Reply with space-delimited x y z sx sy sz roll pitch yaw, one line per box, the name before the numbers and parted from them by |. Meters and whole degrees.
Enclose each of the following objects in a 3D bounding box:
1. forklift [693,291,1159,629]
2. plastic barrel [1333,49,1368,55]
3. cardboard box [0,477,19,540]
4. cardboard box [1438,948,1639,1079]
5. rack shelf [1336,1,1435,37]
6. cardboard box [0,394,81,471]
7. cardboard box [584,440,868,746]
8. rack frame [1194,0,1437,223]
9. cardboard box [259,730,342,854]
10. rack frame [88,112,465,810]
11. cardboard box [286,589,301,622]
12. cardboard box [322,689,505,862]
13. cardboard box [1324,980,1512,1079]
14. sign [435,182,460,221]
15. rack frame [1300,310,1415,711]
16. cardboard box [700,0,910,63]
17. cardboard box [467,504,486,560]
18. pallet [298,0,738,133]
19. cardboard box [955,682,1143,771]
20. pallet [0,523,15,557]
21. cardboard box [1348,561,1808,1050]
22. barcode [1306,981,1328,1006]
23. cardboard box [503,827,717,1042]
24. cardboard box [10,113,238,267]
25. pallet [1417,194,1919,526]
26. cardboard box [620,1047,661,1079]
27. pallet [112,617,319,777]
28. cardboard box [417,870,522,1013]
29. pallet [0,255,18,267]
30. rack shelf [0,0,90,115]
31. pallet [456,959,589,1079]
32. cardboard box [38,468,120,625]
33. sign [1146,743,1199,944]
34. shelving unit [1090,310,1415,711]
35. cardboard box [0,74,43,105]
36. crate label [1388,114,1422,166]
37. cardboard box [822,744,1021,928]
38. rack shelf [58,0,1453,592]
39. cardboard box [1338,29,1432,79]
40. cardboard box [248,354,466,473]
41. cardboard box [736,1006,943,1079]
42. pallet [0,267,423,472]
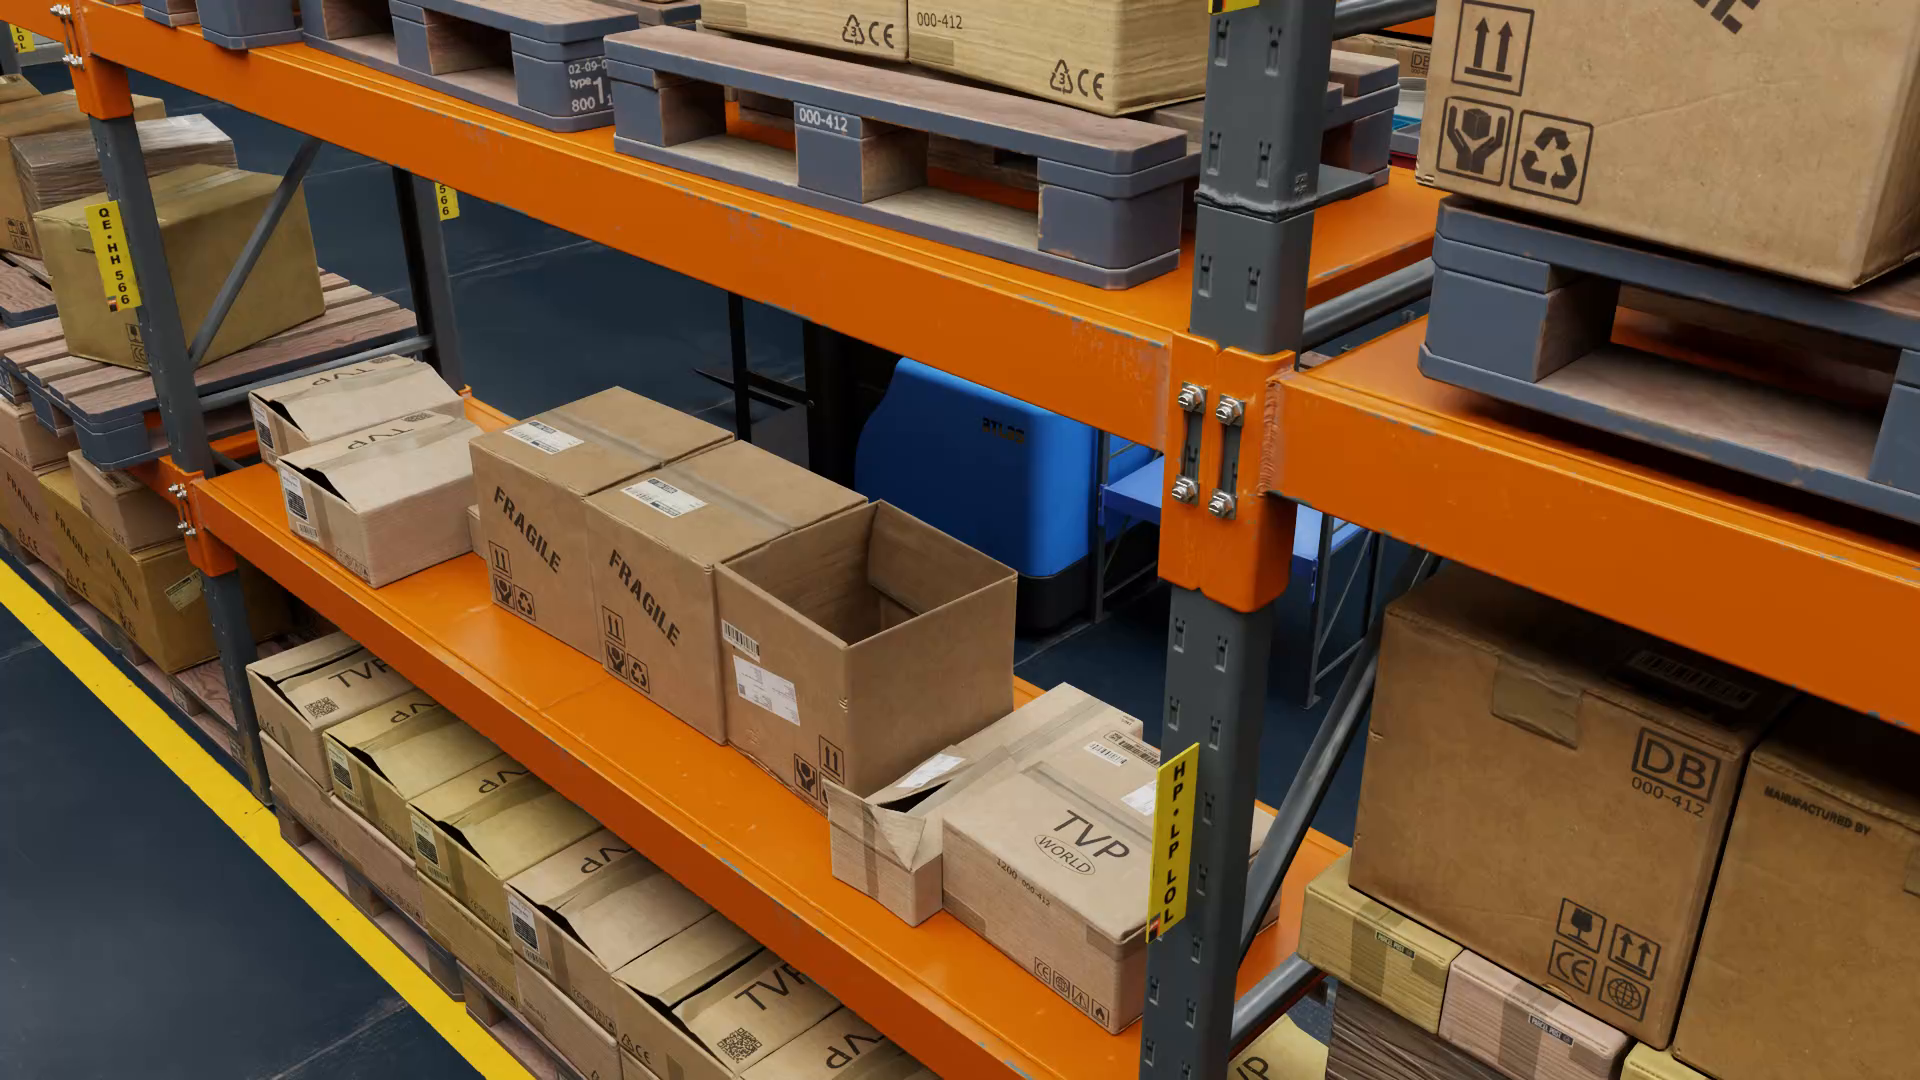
forklift | -0.479 -1.486 7.426 3.031 2.935 1.130 21 35 35
plastic barrel | 1.861 -2.206 8.575 0.708 0.536 0.600 25 36 38
cardboard box | -4.097 -0.372 7.449 0.500 0.500 0.500 -25 37 -39
cardboard box | 0.929 0.654 2.479 0.380 0.149 0.250 -25 36 -38
rack shelf | 3.364 -4.174 13.238 4.000 0.370 1.077 25 36 38
cardboard box | -3.765 -0.551 6.981 0.500 0.250 0.500 24 36 37
cardboard box | -0.575 0.116 4.199 0.500 0.500 0.500 25 36 38
rack frame | 0.694 -1.904 1.701 0.127 3.000 1.000 25 36 38
cardboard box | -1.991 0.746 5.612 0.500 0.250 0.500 24 36 38
rack frame | -2.158 -0.554 5.580 0.127 3.000 1.000 25 36 38
cardboard box | -2.660 -0.054 6.843 0.500 0.500 0.500 23 35 37
cardboard box | -1.610 0.666 5.160 0.500 0.311 0.500 24 36 37
cardboard box | 1.015 0.850 2.803 0.500 0.500 0.700 23 36 37
sign | -1.771 -1.251 5.663 0.005 0.325 0.100 25 36 38
rack frame | 1.502 -0.091 6.311 0.032 1.500 0.500 22 35 35
cardboard box | -0.132 -1.078 3.064 0.500 0.250 0.500 21 34 34
cardboard box | -1.209 -0.045 4.882 0.380 0.149 0.250 -22 35 -36
pallet | -0.812 -1.242 3.869 1.003 0.211 1.213 -23 36 -37
cardboard box | 0.206 0.506 3.835 0.250 0.149 0.380 25 36 38
pallet | -4.404 -0.372 8.230 1.213 0.211 1.003 25 36 38
cardboard box | 1.015 0.276 2.501 0.500 0.500 0.700 25 37 39
barcode | 0.804 1.017 3.775 0.075 0.075 0.001 25 36 38
cardboard box | -0.881 1.001 4.524 0.500 0.311 0.500 24 36 38
cardboard box | -3.205 -1.314 6.466 0.700 0.500 0.500 -18 33 -30
pallet | 1.320 -0.267 1.907 1.213 0.211 1.003 25 36 38
cardboard box | -0.529 1.411 4.346 0.500 0.250 0.500 -24 36 -38
pallet | -2.664 0.425 6.716 1.213 0.211 1.003 25 36 38
cardboard box | -1.257 1.077 4.981 0.500 0.250 0.500 23 36 37
pallet | -4.517 -1.477 7.542 1.213 0.211 1.003 25 36 38
rack shelf | -3.584 -2.215 6.290 4.000 0.370 1.077 25 36 38
pallet | -0.733 1.360 4.936 1.213 0.211 1.003 25 36 38
cardboard box | -3.358 -0.038 6.813 0.500 0.500 0.500 23 35 37
sign | 0.321 0.457 2.498 0.005 0.325 0.100 25 36 38
shelving unit | 1.114 -0.244 6.602 1.048 1.500 0.538 22 35 35
cardboard box | -4.295 -1.657 7.119 0.700 0.500 0.500 -19 33 -32
crate label | 1.836 -1.798 7.908 0.616 0.435 0.502 25 36 38
cardboard box | -0.062 0.585 3.559 0.258 0.266 0.396 24 36 37
rack shelf | -0.732 -0.910 3.808 4.000 0.370 1.077 25 36 38
cardboard box | 3.682 -3.611 13.226 0.875 0.875 1.225 25 36 39
cardboard box | -1.929 -0.381 5.347 0.500 0.311 0.500 -23 35 -36
cardboard box | -0.171 1.330 3.899 0.500 0.311 0.500 -24 36 -38
pallet | -2.691 -0.667 6.001 1.003 0.211 1.213 25 36 38
